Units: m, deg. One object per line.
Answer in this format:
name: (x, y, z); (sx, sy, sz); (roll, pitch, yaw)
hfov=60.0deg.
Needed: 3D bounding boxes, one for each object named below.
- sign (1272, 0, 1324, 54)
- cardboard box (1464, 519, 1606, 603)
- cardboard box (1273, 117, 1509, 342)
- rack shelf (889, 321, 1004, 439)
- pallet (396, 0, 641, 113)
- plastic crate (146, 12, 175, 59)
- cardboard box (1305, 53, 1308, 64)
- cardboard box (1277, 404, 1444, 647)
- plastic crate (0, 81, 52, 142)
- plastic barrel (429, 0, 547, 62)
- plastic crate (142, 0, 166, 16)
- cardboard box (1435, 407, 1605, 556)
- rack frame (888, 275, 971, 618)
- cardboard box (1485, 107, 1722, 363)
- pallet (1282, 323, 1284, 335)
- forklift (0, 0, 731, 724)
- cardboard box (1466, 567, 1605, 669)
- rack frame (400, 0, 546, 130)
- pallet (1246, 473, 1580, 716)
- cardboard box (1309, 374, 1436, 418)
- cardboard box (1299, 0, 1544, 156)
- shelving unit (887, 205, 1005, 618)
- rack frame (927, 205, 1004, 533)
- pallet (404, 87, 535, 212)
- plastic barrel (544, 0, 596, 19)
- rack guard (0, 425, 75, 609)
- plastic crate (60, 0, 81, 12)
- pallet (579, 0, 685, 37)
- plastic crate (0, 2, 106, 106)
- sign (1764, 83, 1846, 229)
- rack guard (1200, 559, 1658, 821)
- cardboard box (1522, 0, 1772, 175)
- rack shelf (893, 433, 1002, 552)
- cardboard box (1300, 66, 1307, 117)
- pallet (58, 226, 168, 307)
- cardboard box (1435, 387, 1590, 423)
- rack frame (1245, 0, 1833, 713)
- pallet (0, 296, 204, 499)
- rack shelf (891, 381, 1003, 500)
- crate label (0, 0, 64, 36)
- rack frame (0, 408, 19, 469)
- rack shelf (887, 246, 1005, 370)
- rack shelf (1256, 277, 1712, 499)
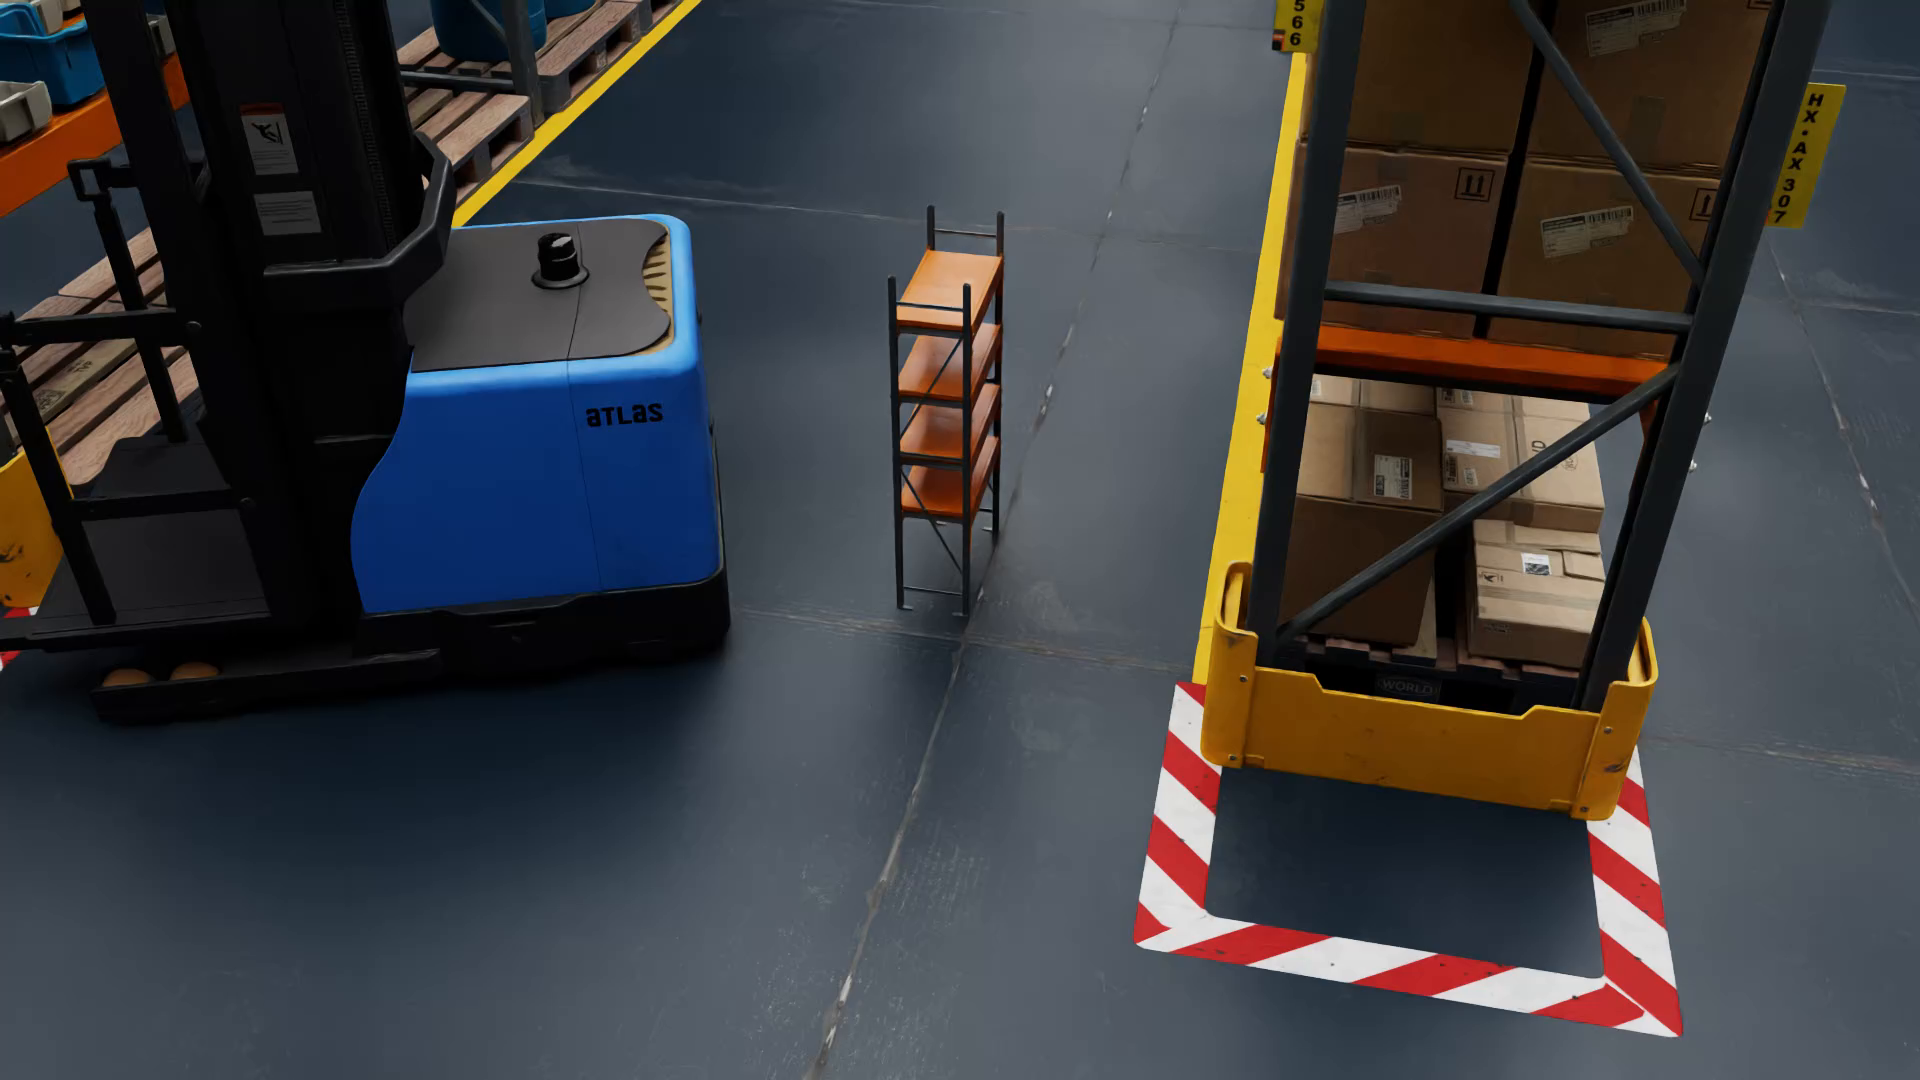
sign: (0.748, -1.225, 3.628); (0.100, 0.325, 0.005); (7, 37, 10)
cardboard box: (1.765, 0.082, 5.120); (0.380, 0.166, 0.250); (7, 37, 10)
cardboard box: (1.116, -0.878, 4.321); (0.500, 0.500, 0.500); (8, 37, 11)
rack shelf: (-0.035, -0.518, 5.175); (0.258, 0.148, 0.480); (7, 37, 10)
pallet: (-2.492, -2.771, 9.394); (1.003, 0.211, 1.213); (7, 37, 10)
plastic crate: (-2.883, -1.750, 5.782); (0.250, 0.136, 0.298); (7, 37, 10)
cardboard box: (1.220, -1.572, 4.425); (0.500, 0.500, 0.500); (8, 37, 11)
cardboard box: (1.162, -0.056, 5.026); (0.500, 0.500, 0.500); (7, 37, 10)
plastic crate: (-3.028, -1.361, 5.246); (0.250, 0.136, 0.298); (7, 37, 10)
plastic barrel: (-2.565, -3.093, 8.892); (0.600, 0.901, 0.708); (7, 37, 10)
plastic crate: (-2.896, -1.982, 6.020); (0.416, 0.233, 0.300); (7, 37, 10)
cardboard box: (1.786, -0.175, 5.403); (0.500, 0.250, 0.500); (7, 37, 10)
rack frame: (-0.087, -0.251, 5.074); (0.240, 1.200, 0.015); (7, 37, 10)
cardboard box: (1.639, -0.809, 4.225); (0.500, 0.500, 0.500); (8, 37, 11)
pallet: (1.735, -0.616, 6.420); (1.003, 0.211, 1.213); (7, 37, 10)
forklift: (-2.289, -0.970, 4.591); (3.031, 2.935, 1.130); (-5, 36, -7)
cardboard box: (1.711, 0.232, 4.928); (0.380, 0.149, 0.250); (7, 37, 10)
rack frame: (-2.698, -3.463, 7.972); (1.000, 3.000, 0.127); (7, 37, 10)
pallet: (1.472, 0.082, 5.458); (1.003, 0.211, 1.213); (7, 37, 10)
cardboard box: (1.394, -0.495, 5.845); (0.500, 0.250, 0.500); (7, 37, 10)
cardboard box: (1.113, -1.282, 4.025); (0.500, 0.500, 0.500); (7, 37, 10)
shelving unit: (-0.035, -0.391, 5.267); (0.258, 1.200, 0.503); (7, 37, 10)
rack frame: (0.017, -0.531, 5.460); (0.240, 1.200, 0.015); (7, 37, 10)
pallet: (-2.817, -1.908, 8.202); (1.003, 0.211, 1.213); (7, 37, 10)
plastic barrel: (-2.414, -3.499, 9.452); (0.600, 0.901, 0.708); (7, 37, 10)
rack guard: (-3.545, -0.142, 5.520); (1.175, 0.500, 0.348); (7, 37, 10)
plastic crate: (-3.398, -2.077, 6.233); (0.298, 0.136, 0.250); (7, 37, 10)
pallet: (-2.234, -3.473, 10.362); (1.003, 0.211, 1.213); (7, 37, 10)
plastic crate: (-3.037, -1.604, 5.499); (0.416, 0.233, 0.300); (7, 37, 10)
sign: (1.816, -0.829, 3.601); (0.100, 0.325, 0.005); (7, 37, 10)
rack guard: (1.302, 0.422, 4.742); (1.175, 0.500, 0.348); (7, 37, 10)
cardboard box: (1.639, -1.214, 3.931); (0.500, 0.500, 0.500); (8, 37, 11)
rack shelf: (-0.035, -0.176, 5.423); (0.258, 0.148, 0.480); (7, 37, 10)
cardboard box: (1.223, -1.176, 4.732); (0.500, 0.500, 0.500); (8, 37, 10)
pallet: (-3.075, -1.206, 7.234); (1.003, 0.211, 1.213); (7, 37, 10)
cardboard box: (1.893, -0.461, 5.798); (0.500, 0.250, 0.500); (7, 37, 10)
rack frame: (1.286, -0.547, 3.949); (1.000, 3.000, 0.127); (7, 37, 10)
pallet: (-3.338, -0.509, 6.272); (1.003, 0.211, 1.213); (7, 37, 10)
rack shelf: (-0.035, -0.336, 5.306); (0.258, 0.148, 0.480); (7, 37, 10)
crate label: (-3.443, -1.905, 5.996); (0.396, 0.136, 0.243); (7, 37, 10)
rack frame: (-3.552, -1.170, 4.808); (1.000, 3.000, 0.127); (7, 37, 10)
rack shelf: (-0.035, -0.709, 5.036); (0.258, 0.148, 0.480); (7, 37, 10)
rack shelf: (1.713, -1.402, 5.742); (1.077, 0.370, 4.000); (7, 37, 10)
